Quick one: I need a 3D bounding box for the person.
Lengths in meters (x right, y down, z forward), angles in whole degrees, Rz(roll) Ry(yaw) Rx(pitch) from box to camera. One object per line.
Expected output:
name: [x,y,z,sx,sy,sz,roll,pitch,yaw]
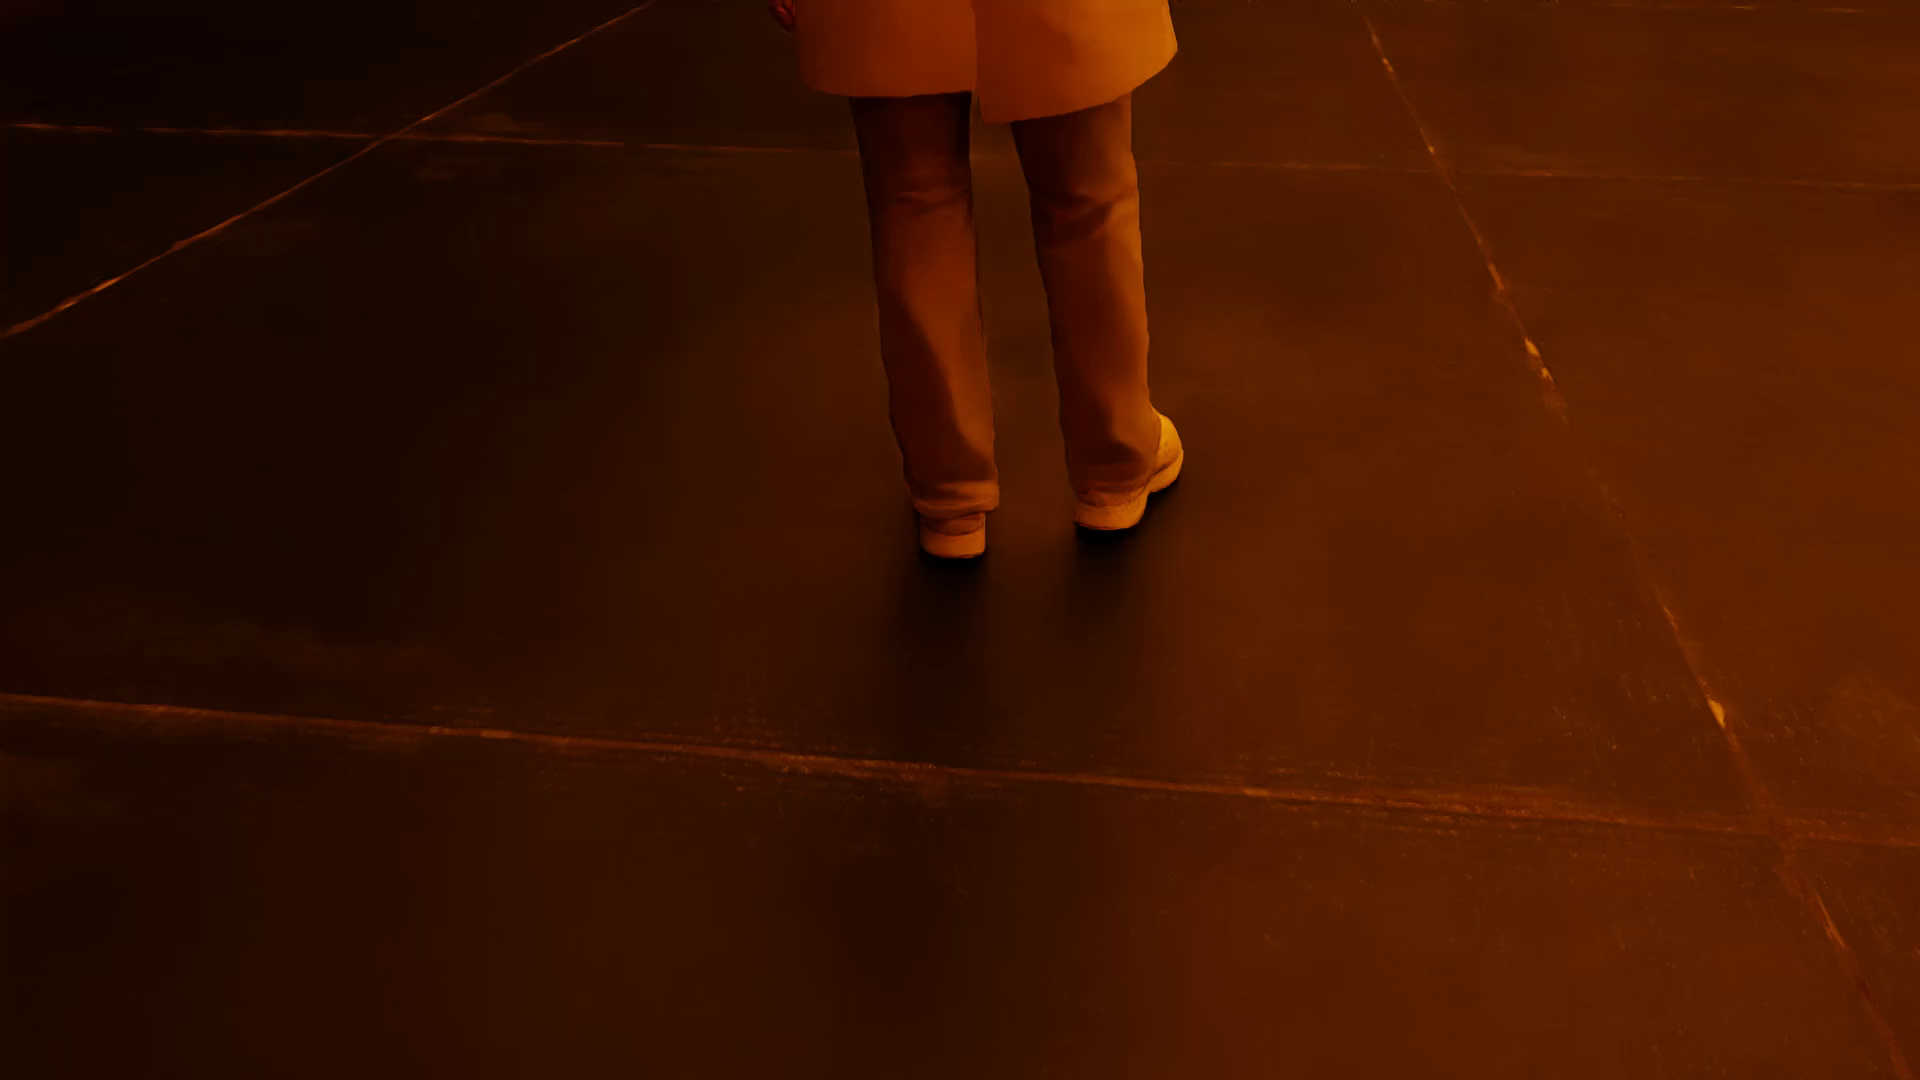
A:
person: [0.017,-0.842,2.180,0.694,1.776,0.579,3,27,7]
